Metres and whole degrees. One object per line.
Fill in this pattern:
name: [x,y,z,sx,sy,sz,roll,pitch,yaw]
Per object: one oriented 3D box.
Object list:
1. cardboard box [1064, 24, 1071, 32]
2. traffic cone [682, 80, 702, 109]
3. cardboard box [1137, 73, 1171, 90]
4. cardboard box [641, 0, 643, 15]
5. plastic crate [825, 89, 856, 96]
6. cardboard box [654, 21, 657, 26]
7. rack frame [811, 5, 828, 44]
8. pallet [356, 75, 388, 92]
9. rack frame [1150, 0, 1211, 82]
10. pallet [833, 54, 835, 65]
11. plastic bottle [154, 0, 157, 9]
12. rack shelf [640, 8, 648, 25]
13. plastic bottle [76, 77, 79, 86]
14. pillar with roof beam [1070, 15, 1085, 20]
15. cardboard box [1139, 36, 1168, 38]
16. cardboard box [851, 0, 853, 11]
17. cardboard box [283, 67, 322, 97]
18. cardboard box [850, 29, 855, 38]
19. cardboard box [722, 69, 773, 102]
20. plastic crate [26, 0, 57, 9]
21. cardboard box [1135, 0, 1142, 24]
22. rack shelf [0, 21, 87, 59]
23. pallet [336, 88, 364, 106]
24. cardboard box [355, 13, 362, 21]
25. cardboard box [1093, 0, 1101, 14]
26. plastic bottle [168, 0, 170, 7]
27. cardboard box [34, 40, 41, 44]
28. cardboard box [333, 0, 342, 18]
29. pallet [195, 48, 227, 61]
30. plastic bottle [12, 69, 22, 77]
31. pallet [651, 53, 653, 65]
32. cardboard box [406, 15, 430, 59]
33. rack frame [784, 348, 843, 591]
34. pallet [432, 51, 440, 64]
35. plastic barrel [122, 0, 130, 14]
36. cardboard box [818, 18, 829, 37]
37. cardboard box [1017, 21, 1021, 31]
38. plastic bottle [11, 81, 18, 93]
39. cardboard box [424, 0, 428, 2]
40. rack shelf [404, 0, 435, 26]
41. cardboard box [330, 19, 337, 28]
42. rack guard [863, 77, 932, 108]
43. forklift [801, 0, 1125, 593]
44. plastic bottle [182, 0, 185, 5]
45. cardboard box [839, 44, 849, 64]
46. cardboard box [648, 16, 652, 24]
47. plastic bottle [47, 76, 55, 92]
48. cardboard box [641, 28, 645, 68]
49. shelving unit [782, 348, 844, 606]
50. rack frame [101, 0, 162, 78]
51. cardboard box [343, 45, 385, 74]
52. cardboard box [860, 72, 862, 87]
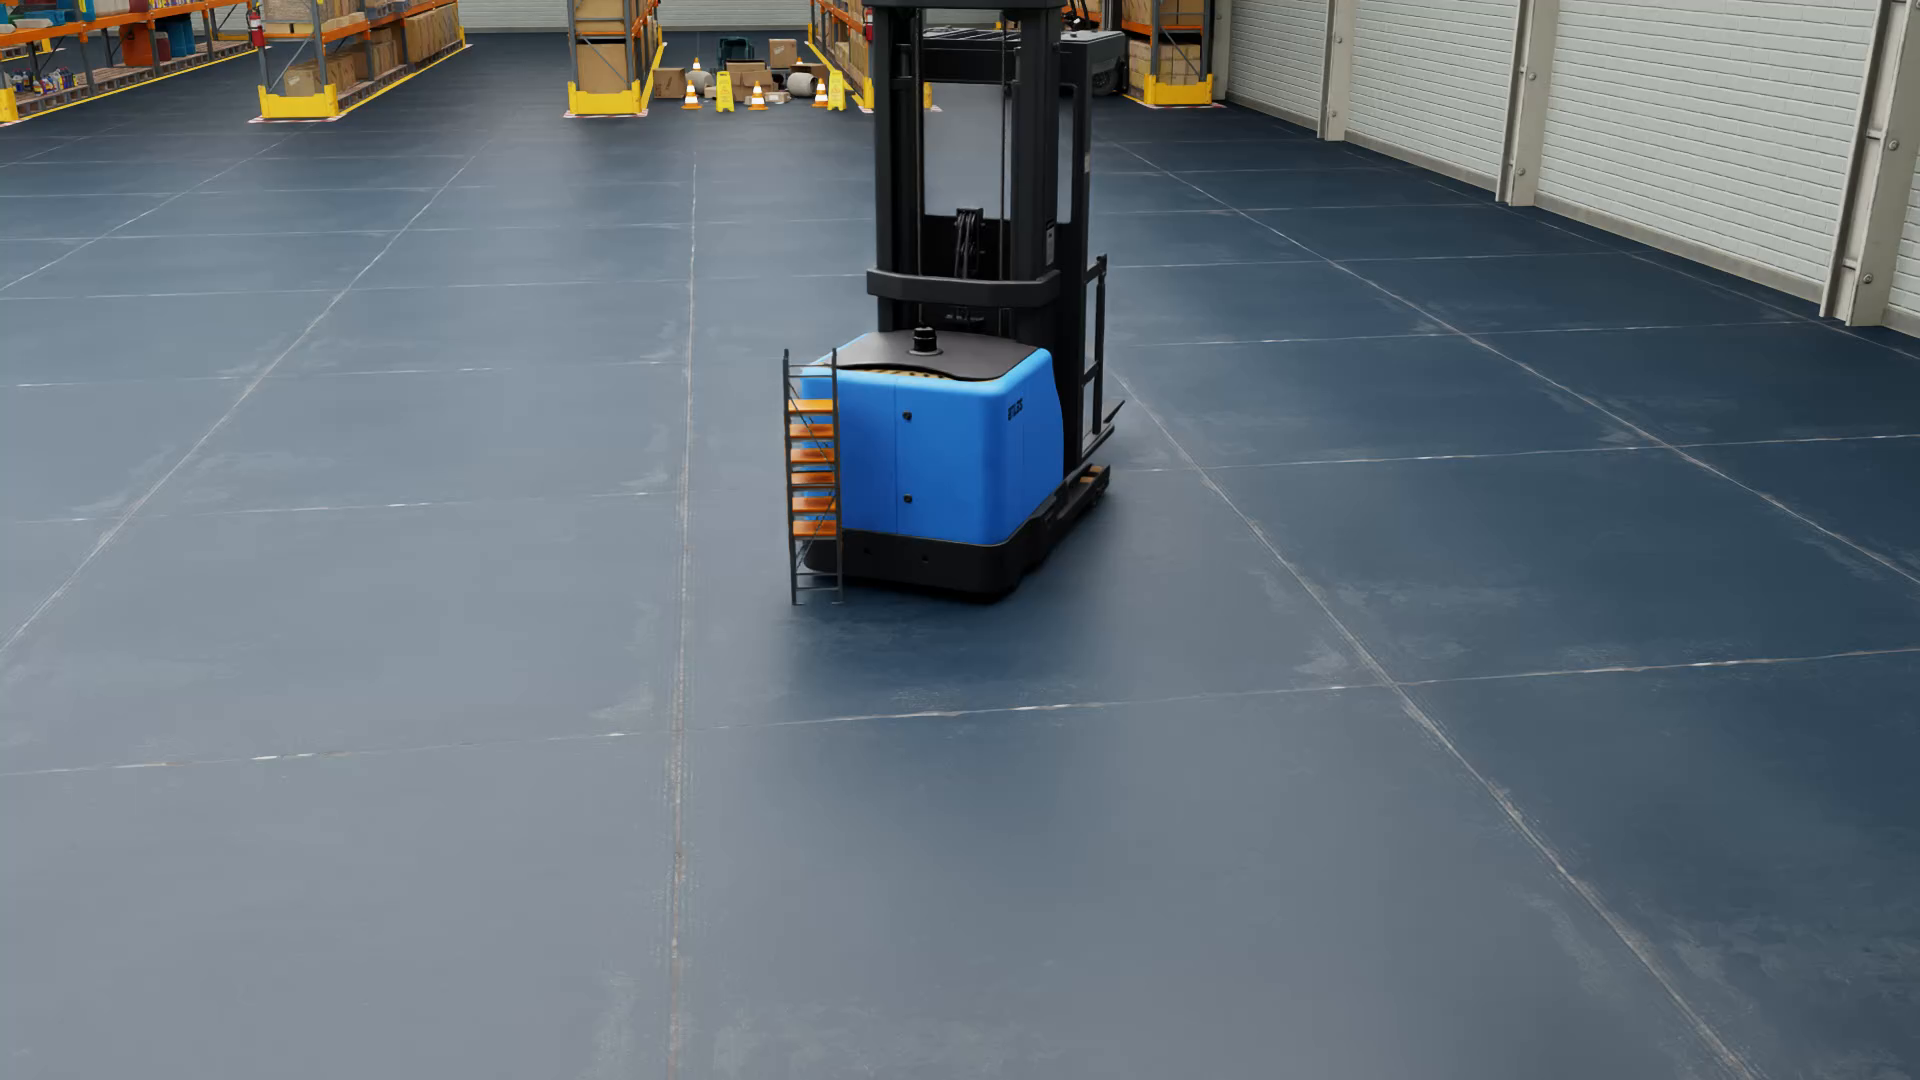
cardboard box: [2.369,-11.392,36.975,0.380,0.149,0.250,-4,21,-10]
traffic cone: [-4.622,-7.665,28.577,0.336,0.463,0.334,-3,21,-8]
cardboard box: [3.464,-8.190,29.685,0.500,0.250,0.500,-3,21,-7]
cardboard box: [-6.411,-10.400,32.131,0.500,0.500,0.500,-3,21,-7]
plastic crate: [-2.229,-8.315,30.864,0.402,0.080,0.583,-11,23,-26]
cardboard box: [-7.788,-12.934,41.682,0.380,0.149,0.250,-3,21,-9]
rack frame: [-3.374,-14.422,43.043,1.000,3.000,0.127,-3,21,-8]
pallet: [-11.564,-8.731,31.790,1.003,0.211,1.213,-3,21,-8]
rack frame: [3.844,-9.134,28.885,1.000,3.000,0.127,-3,21,-8]
pallet: [-2.260,-10.623,36.856,1.003,0.211,1.213,-3,21,-8]
plastic bottle: [-16.673,-11.130,34.396,0.061,0.283,0.133,-3,21,-8]
rack shelf: [-6.816,-10.338,33.137,1.077,0.370,4.000,-3,21,-8]
plastic bottle: [-15.991,-8.303,30.031,0.097,0.201,0.097,0,20,0]
pillar with roof beam: [-1.354,-16.169,39.145,9.100,9.000,0.400,-3,21,-8]
cardboard box: [3.677,-9.385,31.457,0.500,0.250,0.500,-3,21,-7]
cardboard box: [-1.761,-10.115,30.942,0.500,0.500,0.500,-3,21,-8]
cardboard box: [-10.947,-7.625,27.818,0.500,0.500,0.500,1,20,2]
cardboard box: [-1.867,-9.567,31.375,0.380,0.149,0.250,-3,21,-7]
cardboard box: [-3.826,-8.193,29.934,0.637,0.503,0.797,17,27,39]
plastic crate: [-16.724,-9.700,30.308,0.402,0.464,0.583,-3,21,-8]
cardboard box: [3.448,-9.518,29.770,0.500,0.500,0.500,-2,21,-6]
rack shelf: [-16.063,-8.488,28.184,1.077,0.370,4.000,-3,21,-8]
pallet: [-11.140,-7.807,29.318,1.003,0.211,1.213,-3,21,-8]
cardboard box: [-11.102,-9.503,30.232,0.380,0.149,0.250,-3,21,-8]
cardboard box: [2.936,-10.610,33.051,0.500,0.250,0.500,-2,21,-7]
plastic bottle: [-16.827,-11.450,35.269,0.097,0.271,0.097,0,20,0]
cardboard box: [-22.662,-12.283,40.260,0.500,0.500,0.500,-3,21,-8]
cardboard box: [-11.207,-9.277,28.699,0.875,0.500,0.500,-3,21,-8]
pallet: [-17.649,-11.234,38.492,1.003,0.211,1.213,-3,21,-8]
plastic bottle: [-16.619,-8.117,29.319,0.144,0.351,0.185,-4,21,-10]
pallet: [-7.388,-10.754,37.206,1.003,0.211,1.213,-3,21,-8]
cardboard box: [-12.227,-10.903,36.057,1.225,0.875,0.875,-3,21,-8]
rack frame: [-0.687,-0.318,7.850,0.240,1.200,0.006,-1,21,-3]
pallet: [-12.418,-10.968,37.780,1.003,0.211,1.213,-3,21,-8]
plastic barrel: [-16.569,-10.610,32.676,0.421,0.512,0.421,0,20,0]
cardboard box: [-3.180,-13.195,42.820,0.875,0.438,0.875,-4,21,-10]
cardboard box: [1.766,-12.826,41.741,0.700,0.500,0.500,-4,21,-10]
plastic bottle: [-16.417,-7.857,28.836,0.097,0.201,0.097,0,20,0]
cardboard box: [-12.202,-12.264,37.123,0.500,0.500,0.500,-2,21,-6]
rack shelf: [-12.315,-11.508,36.269,1.077,0.370,4.000,-3,21,-8]
cardboard box: [-10.866,-8.808,28.371,0.380,0.149,0.250,-3,21,-8]
rack guard: [-1.078,-7.738,28.719,1.175,0.500,0.348,-3,21,-8]
forklift: [0.209,-1.603,8.820,1.130,2.935,3.031,7,22,18]
plastic bottle: [-17.003,-11.808,36.222,0.152,0.276,0.135,-3,21,-8]
cardboard box: [-2.035,-10.167,34.805,0.950,0.372,0.625,-3,21,-9]
cardboard box: [-7.323,-11.885,38.150,0.500,0.250,0.500,-3,21,-9]
plastic bottle: [-15.821,-7.928,28.926,0.097,0.271,0.097,0,20,0]
cardboard box: [-6.976,-9.993,33.799,1.050,0.750,0.750,-3,21,-7]
shelving unit: [-0.682,-0.286,7.765,0.258,1.200,0.189,-1,21,-3]
rack frame: [-16.928,-10.903,33.620,1.000,3.000,0.127,-3,21,-8]
cardboard box: [-11.649,-9.376,32.477,0.700,0.500,0.500,-5,21,-12]
cardboard box: [-1.517,-8.237,29.813,0.500,0.250,0.500,-3,21,-8]
